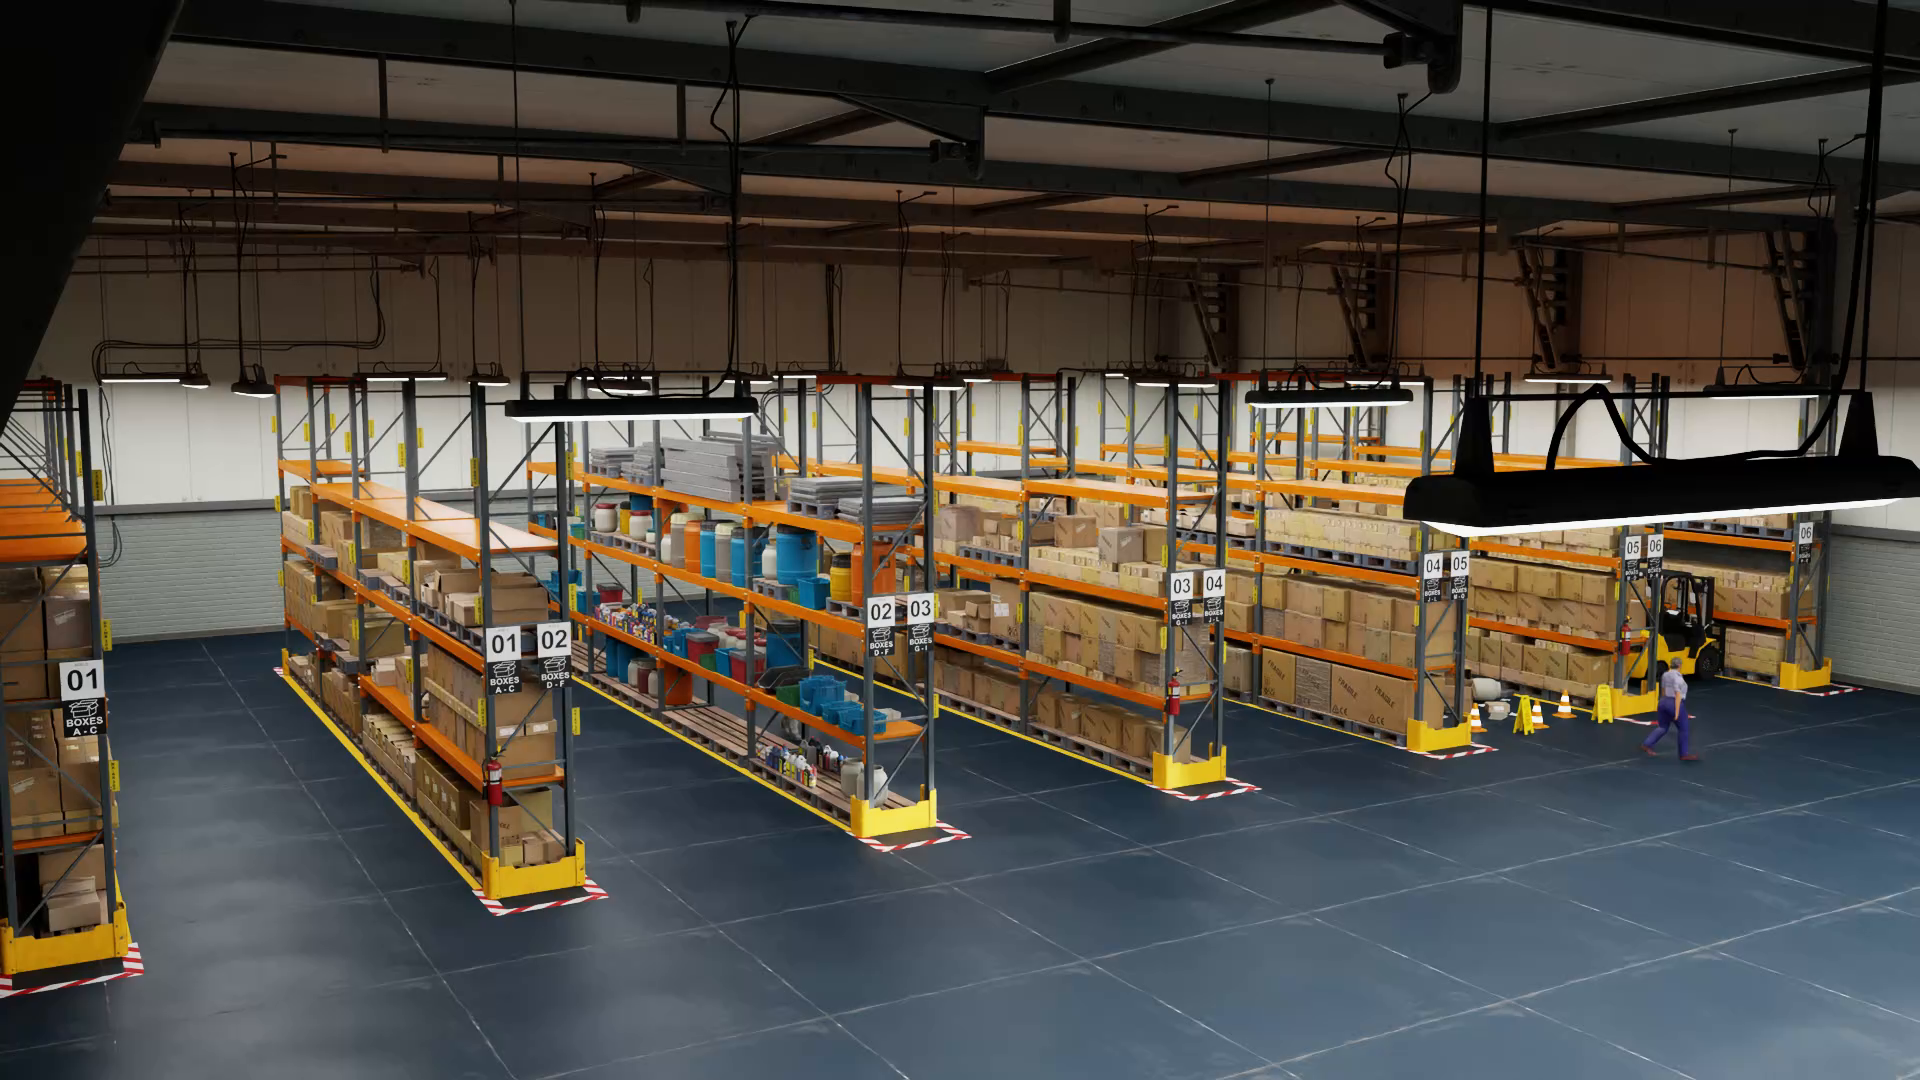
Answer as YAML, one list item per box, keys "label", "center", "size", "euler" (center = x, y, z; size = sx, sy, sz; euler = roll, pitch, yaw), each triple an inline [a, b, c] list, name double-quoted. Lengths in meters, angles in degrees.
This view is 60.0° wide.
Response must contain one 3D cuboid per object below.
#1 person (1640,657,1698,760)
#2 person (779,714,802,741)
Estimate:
- label: "person"
  center: [11.231, 2.654, 26.280]
  size: [0.779, 1.619, 0.508]
  euler: [-2, 7, -17]
- label: "person"
  center: [-2.801, 2.428, 27.804]
  size: [0.782, 1.749, 0.605]
  euler: [4, 7, 32]
